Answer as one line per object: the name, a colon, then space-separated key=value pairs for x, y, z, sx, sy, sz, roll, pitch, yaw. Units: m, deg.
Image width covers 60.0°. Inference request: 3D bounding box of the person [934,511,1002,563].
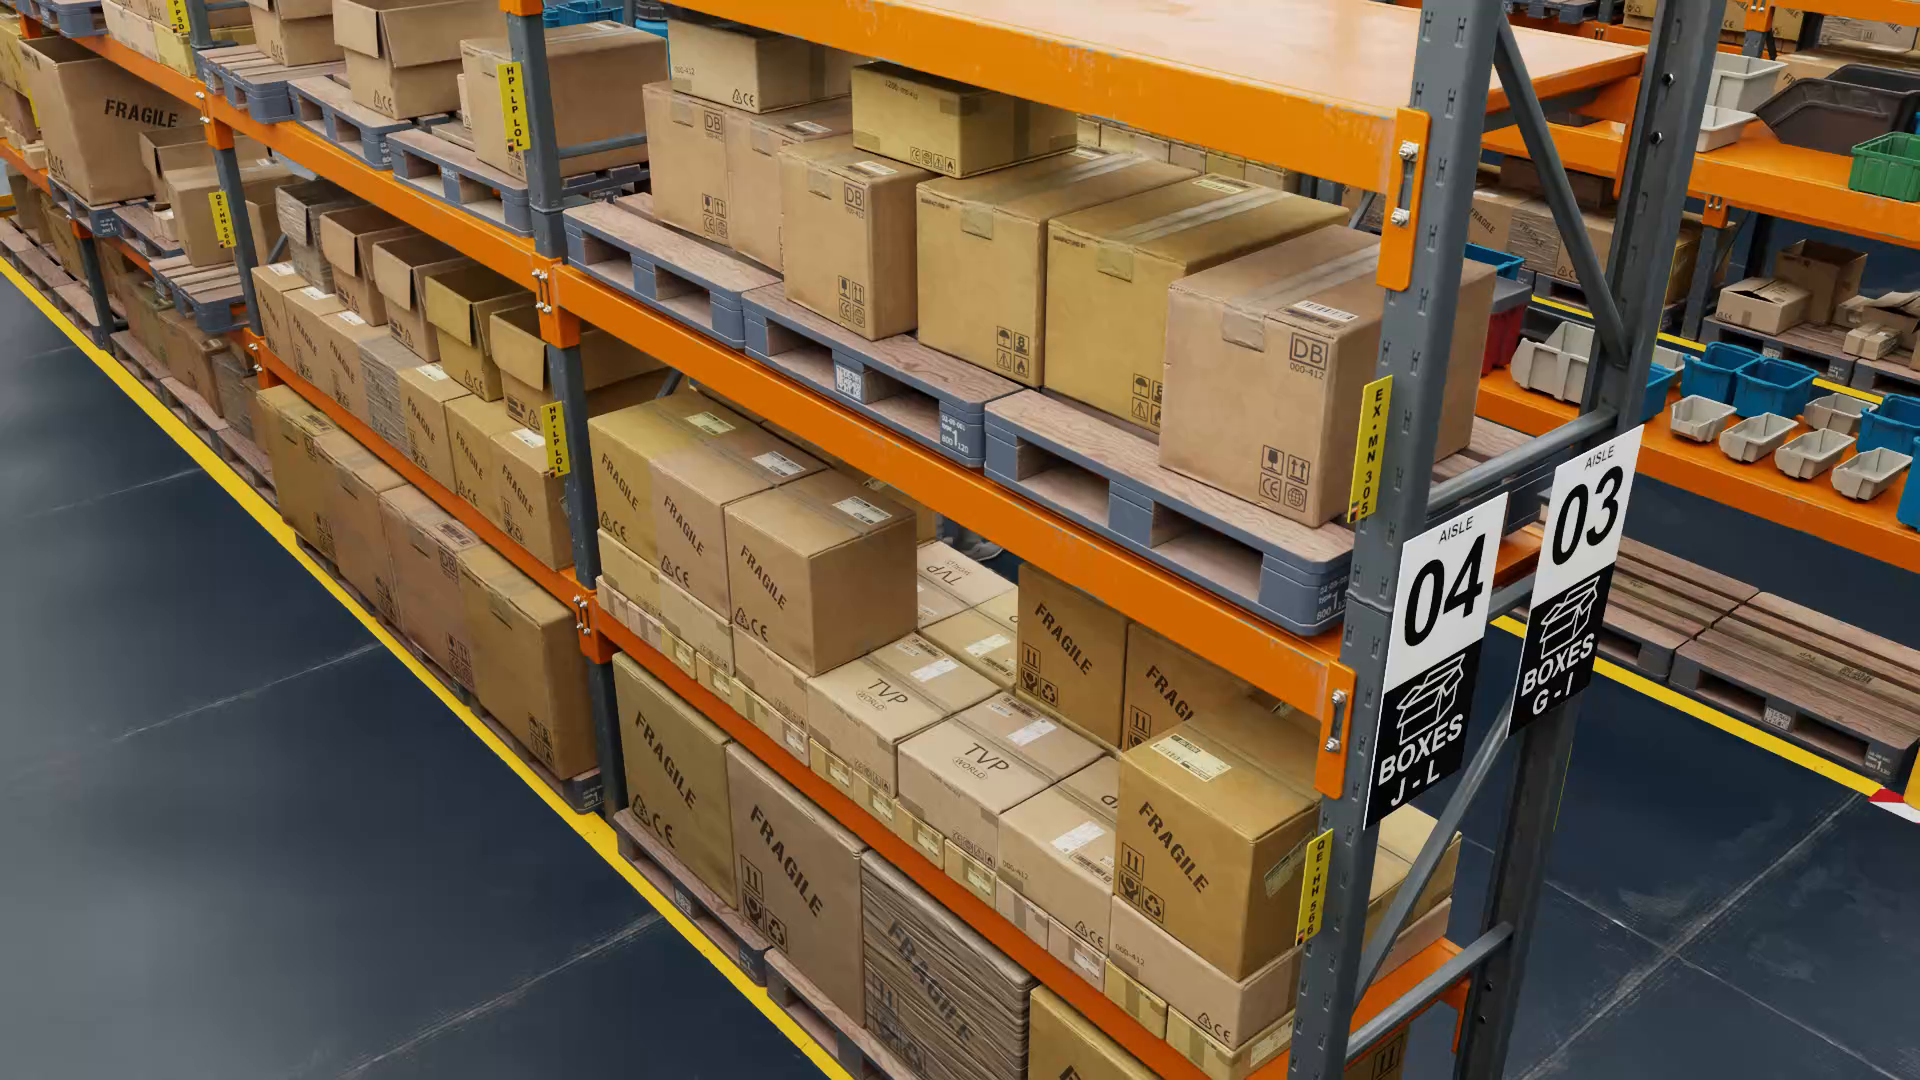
person: x=-0.004 y=-0.680 z=9.919 sx=0.447 sy=1.800 sz=0.531 roll=-21 pitch=34 yaw=-34
